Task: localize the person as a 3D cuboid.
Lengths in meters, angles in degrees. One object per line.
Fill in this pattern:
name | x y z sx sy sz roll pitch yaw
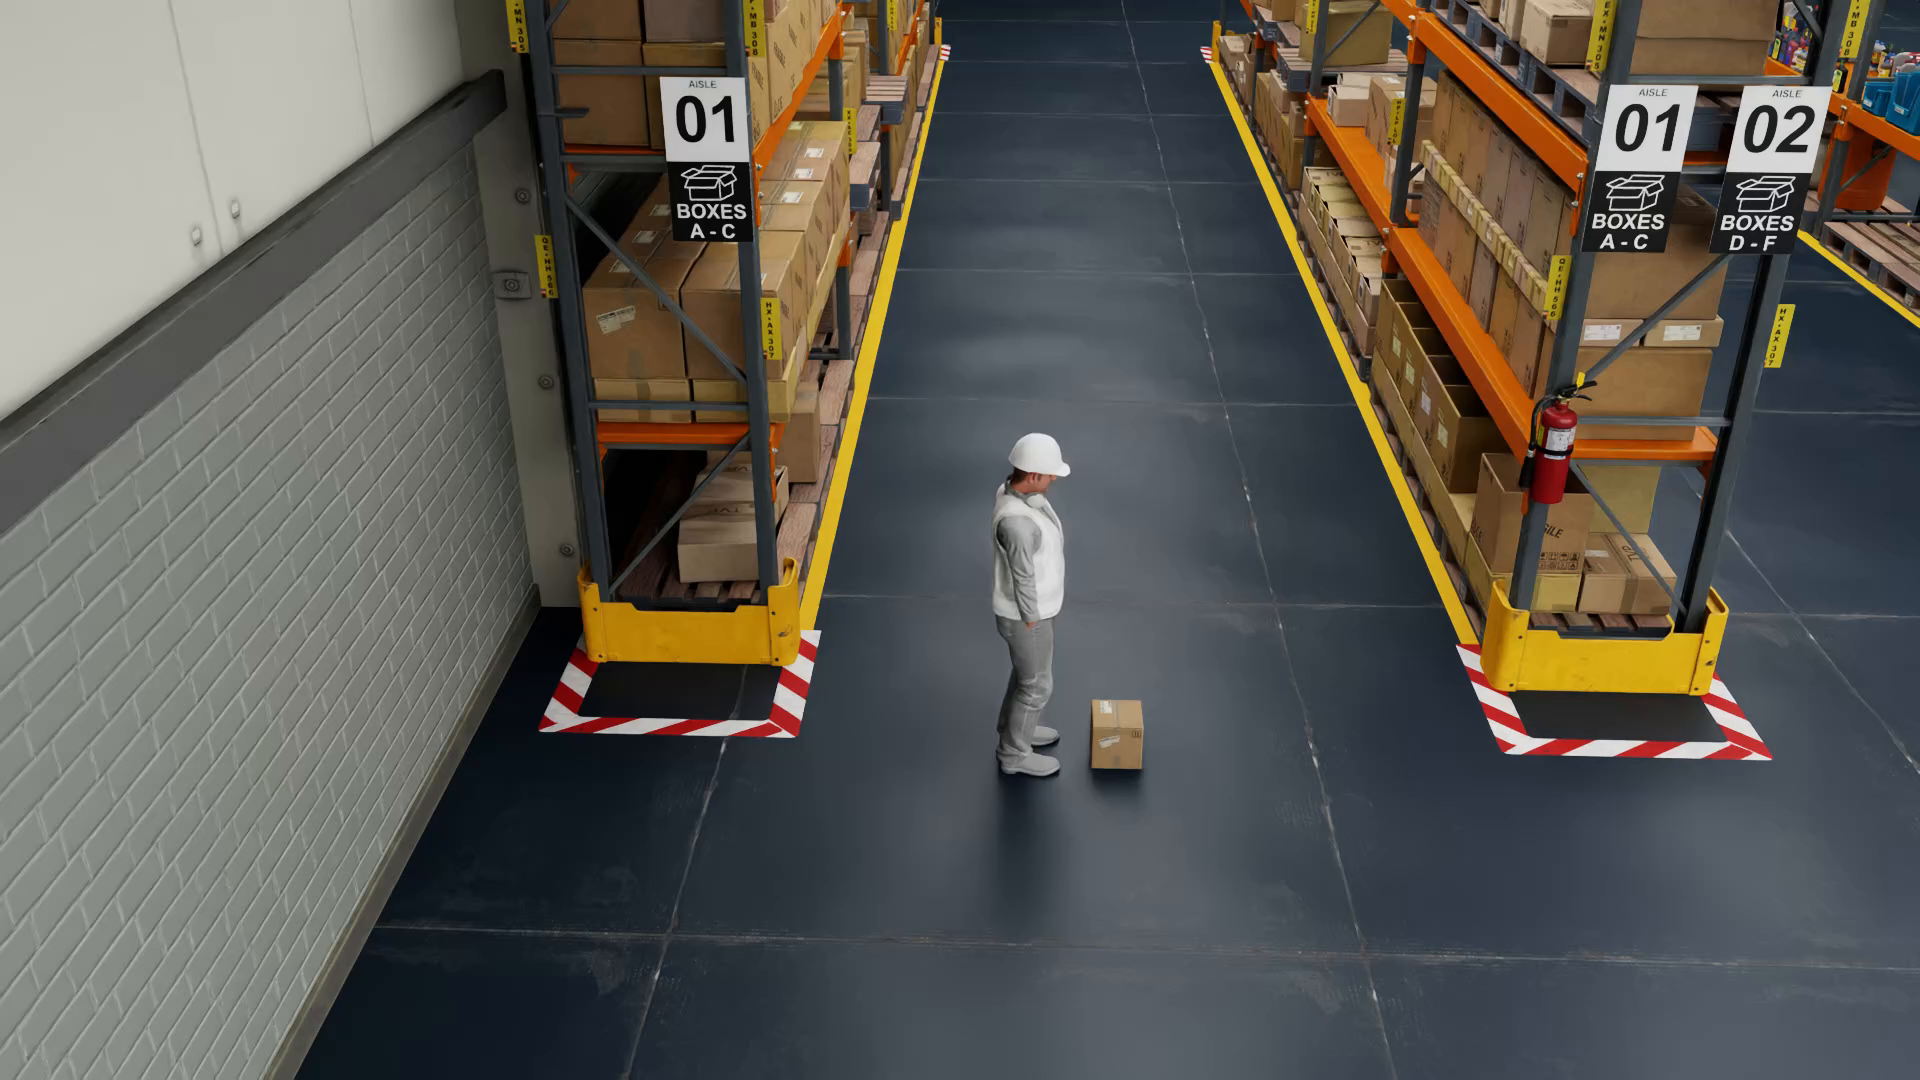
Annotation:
person | 0.330 0.294 8.050 0.363 1.762 0.535 2 28 3
